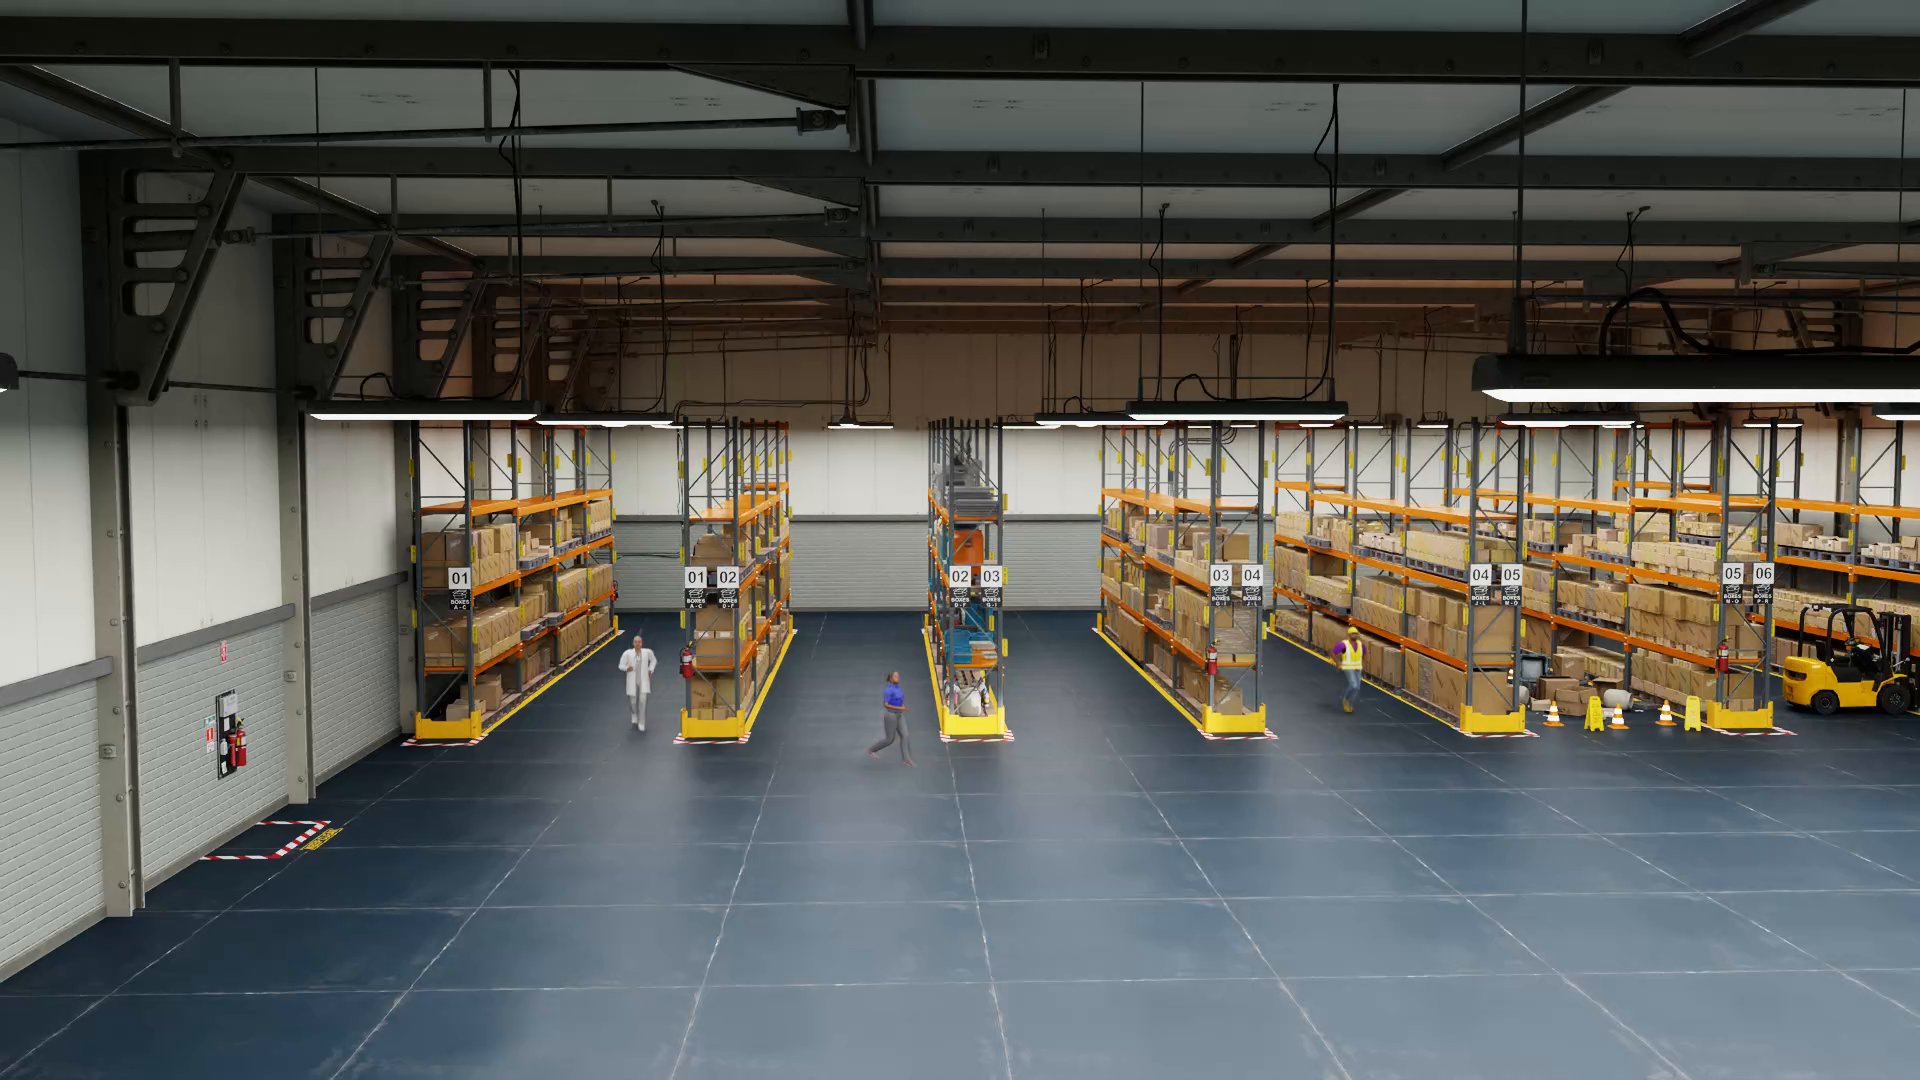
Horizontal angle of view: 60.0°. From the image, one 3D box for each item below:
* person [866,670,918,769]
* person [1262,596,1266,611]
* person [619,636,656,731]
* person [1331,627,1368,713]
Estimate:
[{"bbox_3d":[-1.147,3.050,28.362,0.931,1.666,0.592,2,4,23],"label":"person"},{"bbox_3d":[7.916,1.930,44.926,0.643,1.767,0.673,0,4,-1],"label":"person"},{"bbox_3d":[-6.171,2.723,31.875,0.712,1.753,1.008,-1,4,-12],"label":"person"},{"bbox_3d":[7.972,2.637,33.738,0.676,1.742,0.673,-1,4,-18],"label":"person"}]
